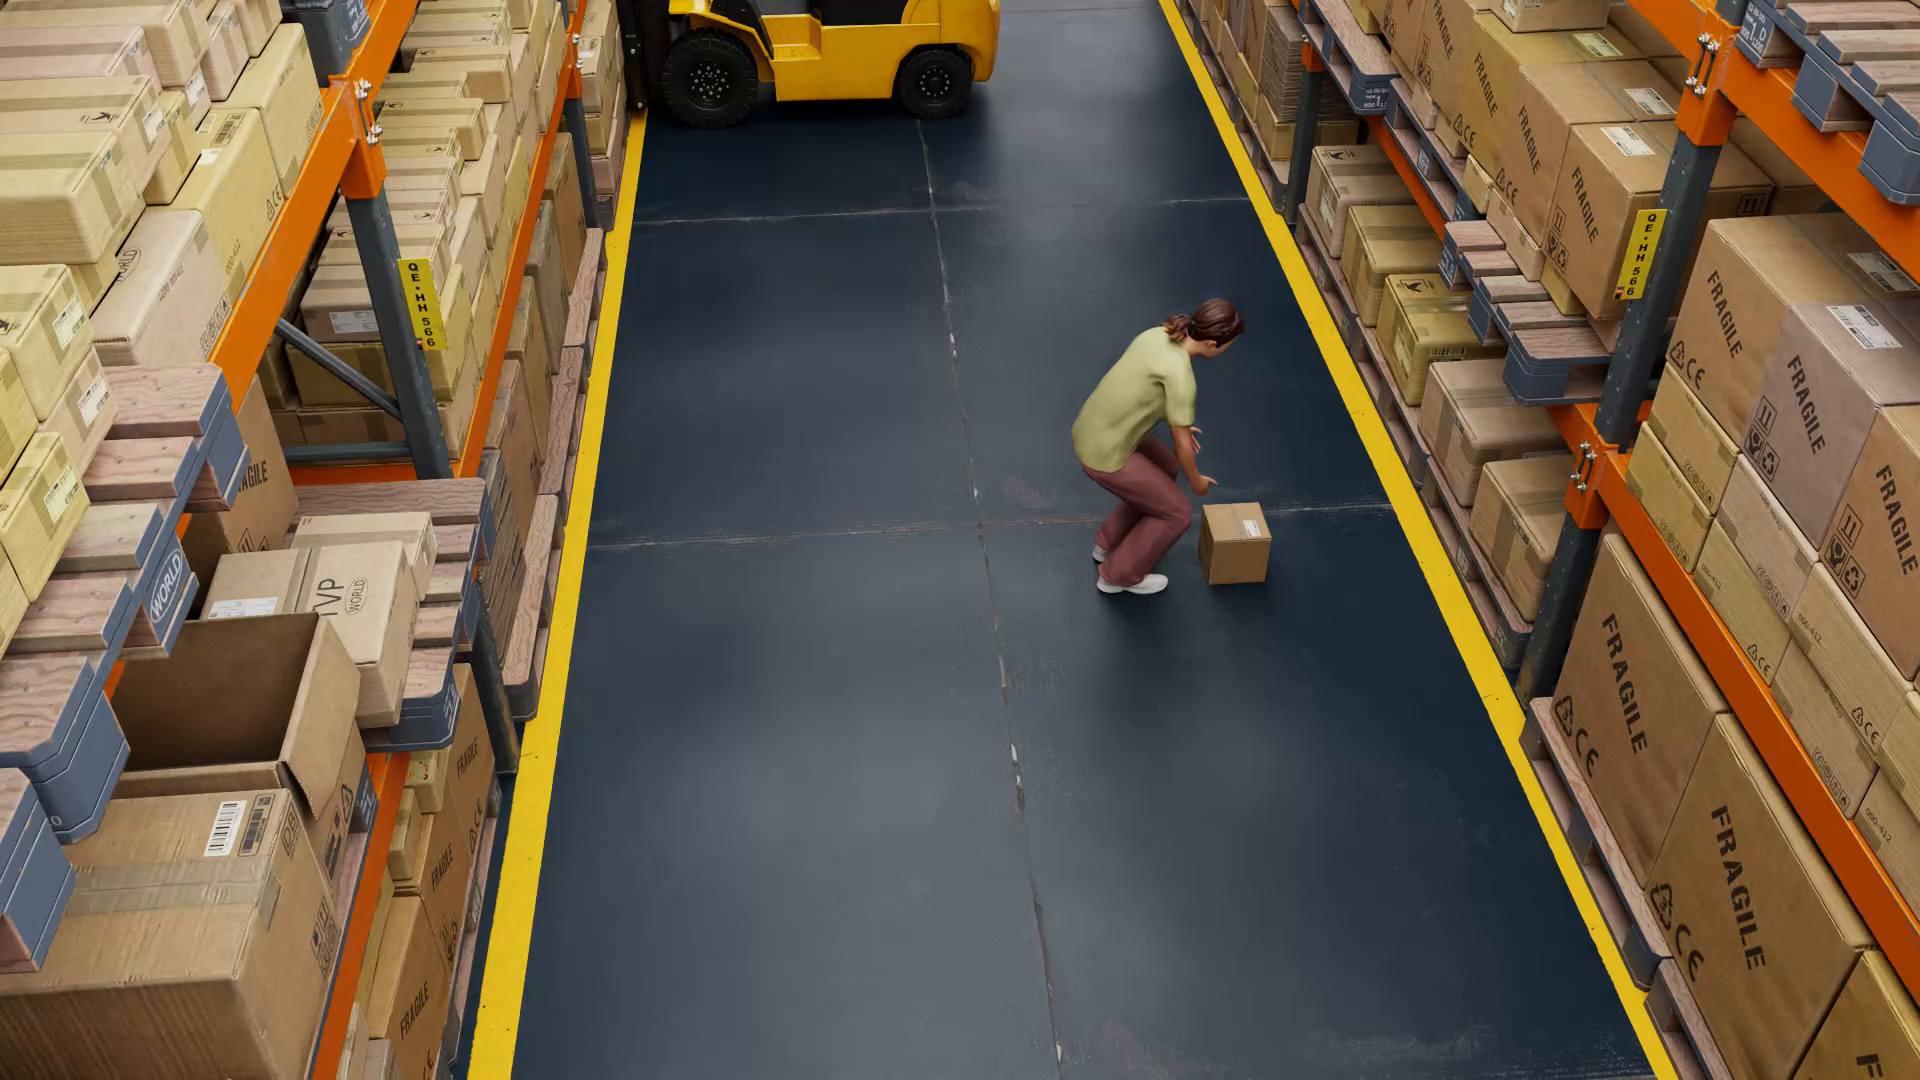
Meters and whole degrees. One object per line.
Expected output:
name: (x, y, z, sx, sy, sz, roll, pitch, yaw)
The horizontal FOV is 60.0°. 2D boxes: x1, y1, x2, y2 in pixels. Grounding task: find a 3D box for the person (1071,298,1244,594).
person: (0.794, -0.403, 6.924, 0.668, 1.333, 0.511, -3, 39, -4)
